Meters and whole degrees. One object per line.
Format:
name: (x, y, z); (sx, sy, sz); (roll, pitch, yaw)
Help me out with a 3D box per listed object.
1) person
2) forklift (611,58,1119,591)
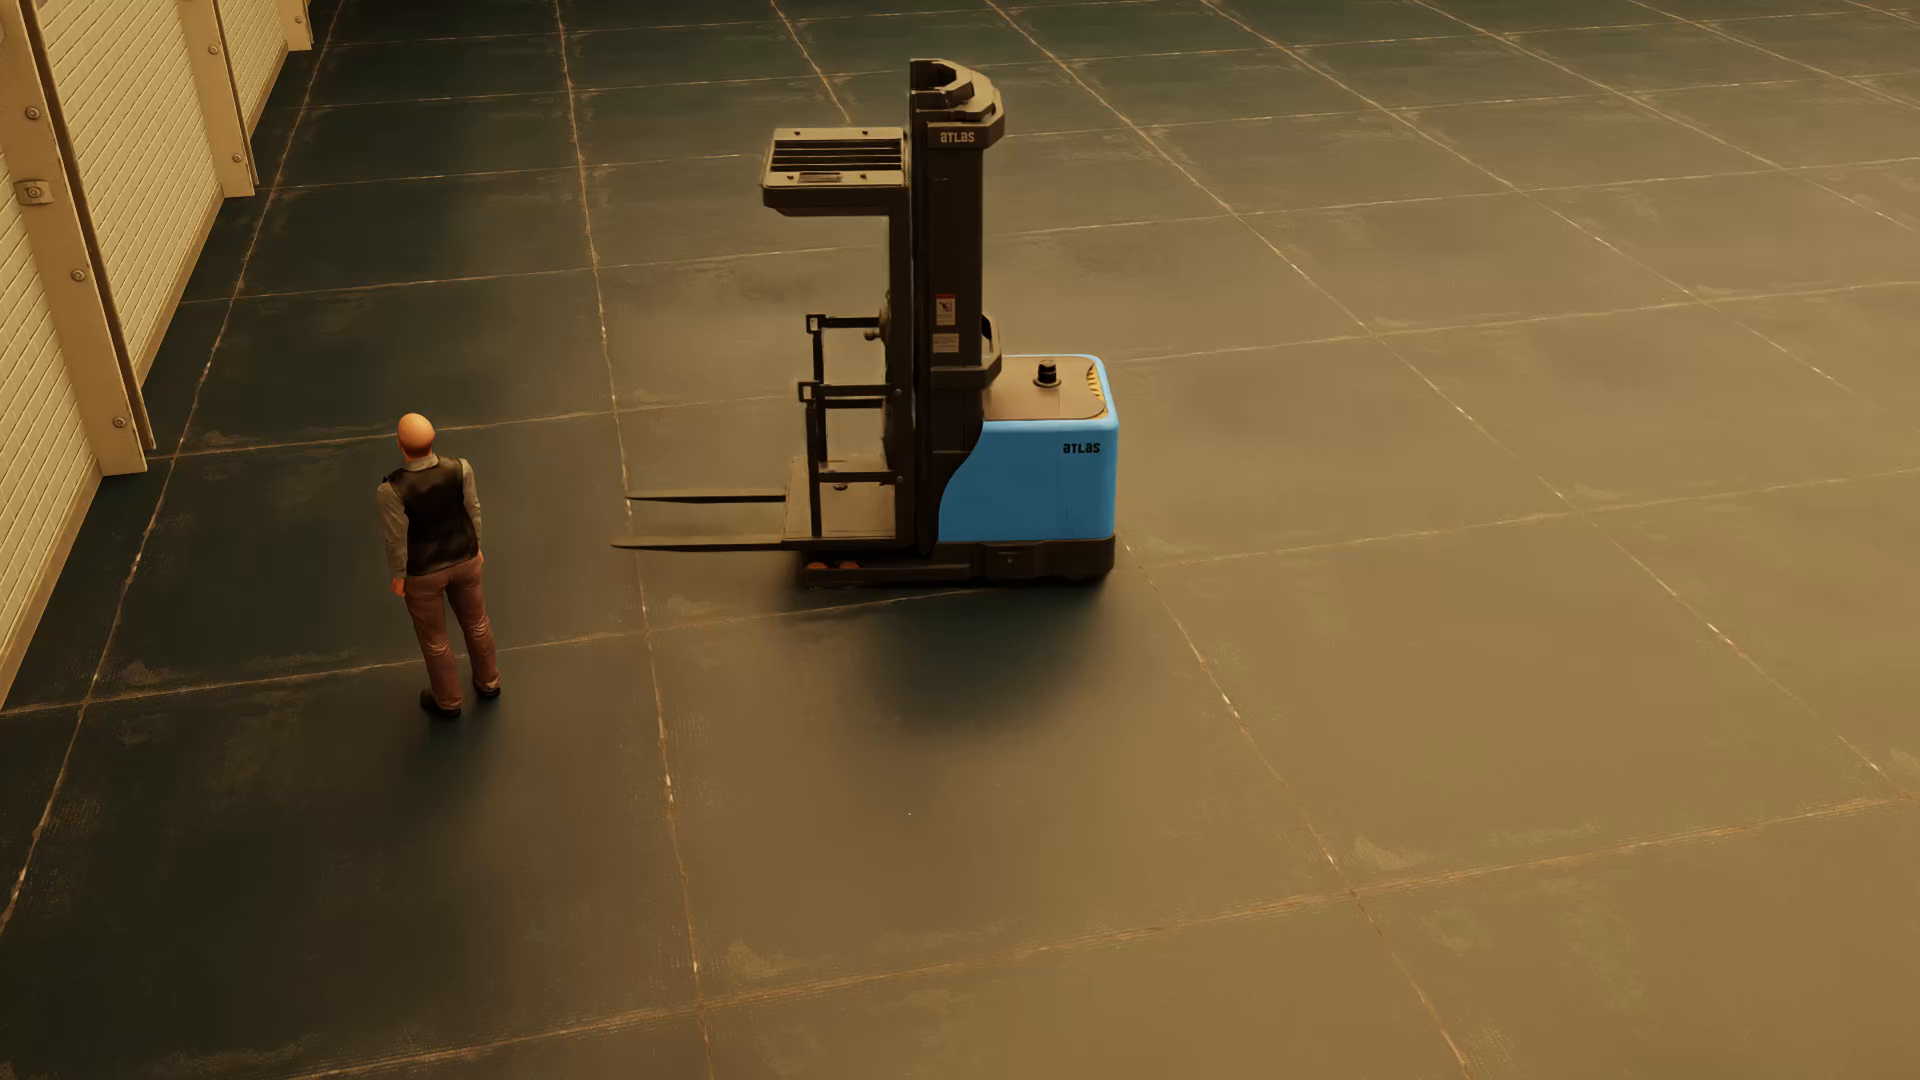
person: (-2.701, 0.125, 8.567); (0.525, 1.724, 0.375); (-25, 38, -36)
forklift: (-0.599, -1.236, 9.709); (3.031, 2.935, 1.130); (-1, 30, -2)
